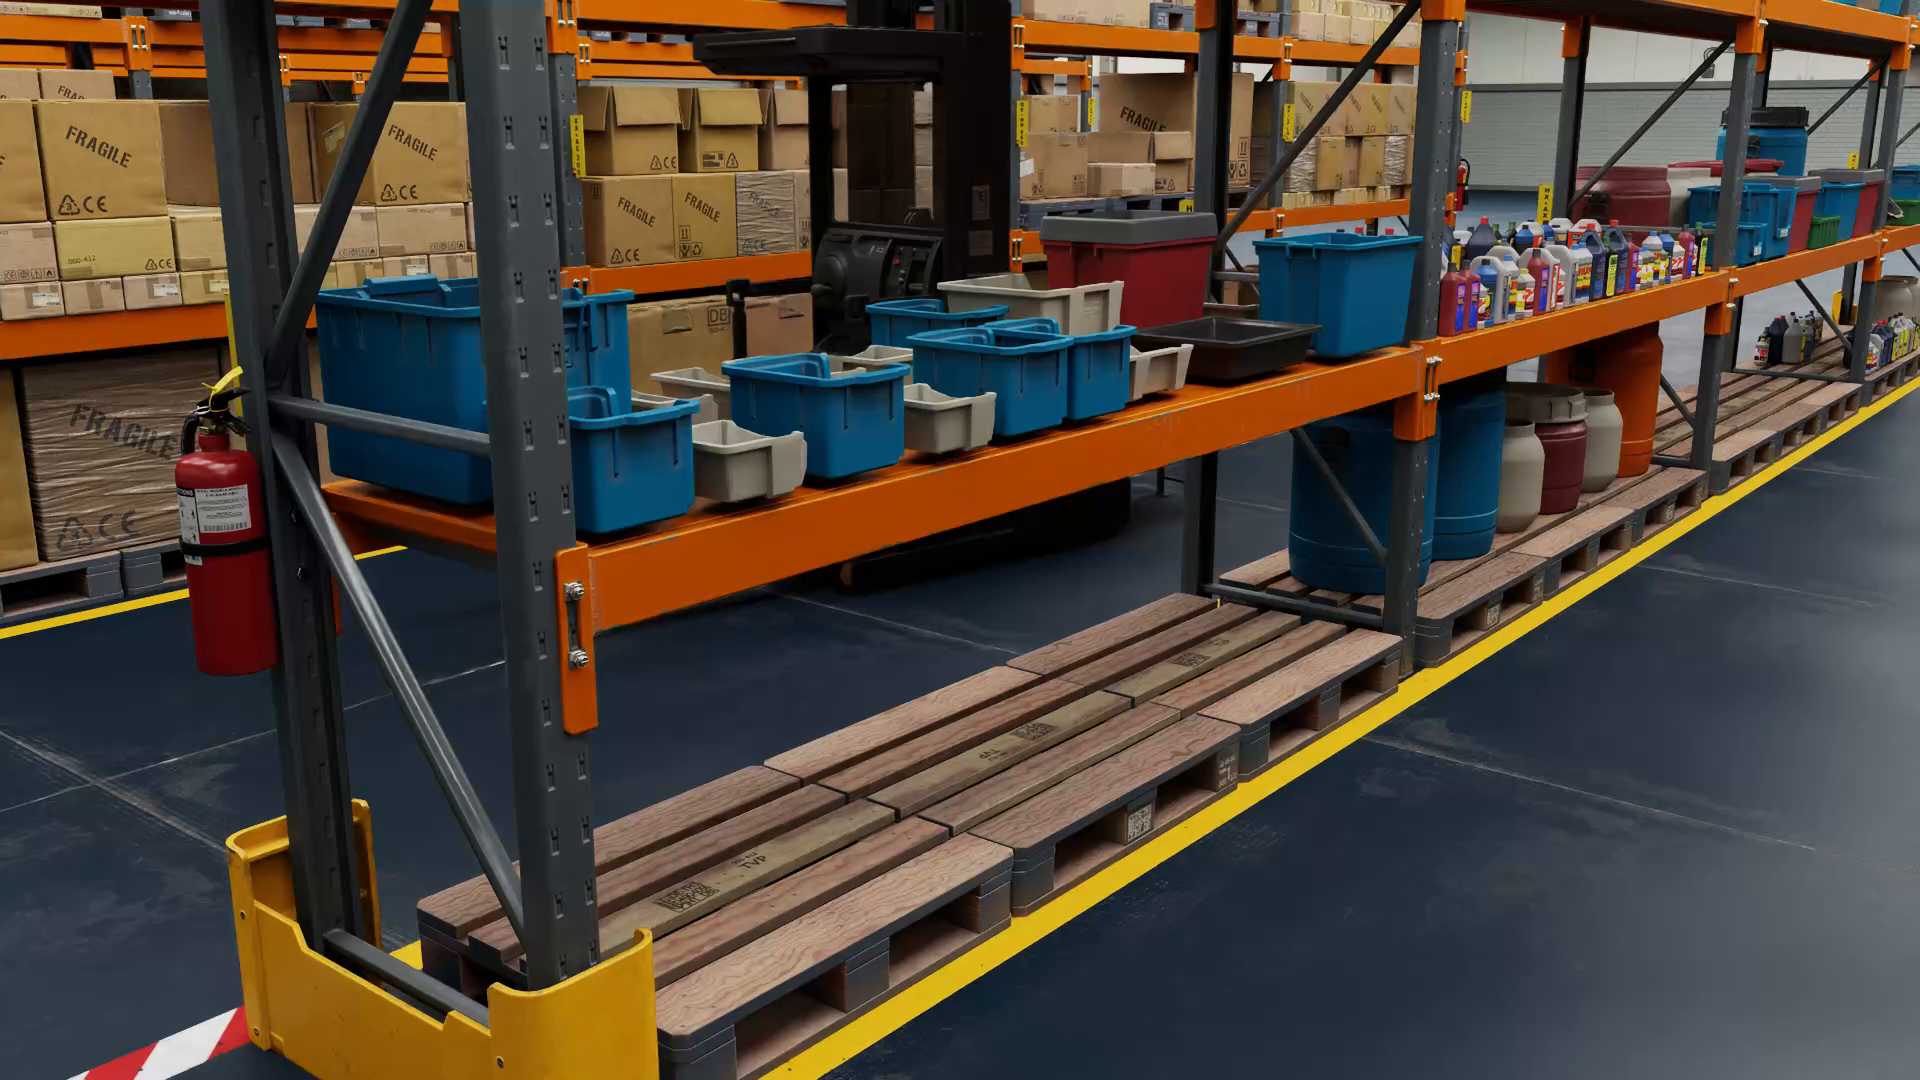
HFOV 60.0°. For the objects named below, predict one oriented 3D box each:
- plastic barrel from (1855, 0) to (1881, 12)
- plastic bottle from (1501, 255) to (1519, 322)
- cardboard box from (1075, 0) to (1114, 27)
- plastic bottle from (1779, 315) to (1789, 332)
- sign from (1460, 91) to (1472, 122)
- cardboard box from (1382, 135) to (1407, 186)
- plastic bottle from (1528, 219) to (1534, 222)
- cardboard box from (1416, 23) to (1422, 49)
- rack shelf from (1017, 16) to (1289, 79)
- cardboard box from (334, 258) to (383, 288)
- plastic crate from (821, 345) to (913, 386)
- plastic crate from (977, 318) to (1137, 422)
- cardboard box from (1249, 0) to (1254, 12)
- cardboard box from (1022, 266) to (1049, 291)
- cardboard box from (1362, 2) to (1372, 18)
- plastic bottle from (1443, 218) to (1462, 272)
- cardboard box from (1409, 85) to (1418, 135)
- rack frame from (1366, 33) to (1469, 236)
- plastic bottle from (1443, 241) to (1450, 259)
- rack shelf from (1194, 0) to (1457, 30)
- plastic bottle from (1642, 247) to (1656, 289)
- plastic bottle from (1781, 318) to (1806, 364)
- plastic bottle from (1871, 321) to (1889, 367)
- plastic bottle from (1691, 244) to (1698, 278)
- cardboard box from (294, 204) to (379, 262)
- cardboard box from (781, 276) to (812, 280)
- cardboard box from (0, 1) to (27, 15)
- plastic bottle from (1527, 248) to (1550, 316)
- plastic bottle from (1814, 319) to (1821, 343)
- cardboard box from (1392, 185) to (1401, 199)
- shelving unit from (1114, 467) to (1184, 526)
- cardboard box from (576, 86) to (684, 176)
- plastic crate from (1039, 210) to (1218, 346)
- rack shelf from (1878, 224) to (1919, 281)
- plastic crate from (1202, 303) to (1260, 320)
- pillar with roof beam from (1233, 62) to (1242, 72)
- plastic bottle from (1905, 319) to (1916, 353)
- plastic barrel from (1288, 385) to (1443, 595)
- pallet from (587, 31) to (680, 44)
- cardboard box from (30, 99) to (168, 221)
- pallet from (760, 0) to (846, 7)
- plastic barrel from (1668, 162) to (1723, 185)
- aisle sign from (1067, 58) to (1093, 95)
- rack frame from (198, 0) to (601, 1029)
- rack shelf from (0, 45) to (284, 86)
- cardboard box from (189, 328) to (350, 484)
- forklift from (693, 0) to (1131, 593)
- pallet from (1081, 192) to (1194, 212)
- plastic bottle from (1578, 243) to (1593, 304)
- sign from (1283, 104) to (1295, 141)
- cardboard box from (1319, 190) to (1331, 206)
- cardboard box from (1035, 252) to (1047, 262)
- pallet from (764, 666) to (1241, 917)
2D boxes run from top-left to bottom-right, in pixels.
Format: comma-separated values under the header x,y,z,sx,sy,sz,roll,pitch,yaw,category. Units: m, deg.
x,y,z,sx,sy,sz,roll,pitch,yaw,category
5.820,-3.962,11.017,0.600,0.901,0.600,0,14,0,plastic barrel
2.265,-1.045,6.905,0.097,0.271,0.097,0,14,0,plastic bottle
0.831,-4.052,12.693,0.500,0.250,0.500,12,18,39,cardboard box
6.683,-1.656,13.534,0.144,0.351,0.185,10,17,35,plastic bottle
5.462,-4.679,17.954,0.100,0.325,0.005,11,18,38,sign
4.107,-3.942,17.242,0.875,0.500,0.500,11,18,38,cardboard box
3.102,-1.610,9.106,0.061,0.283,0.133,11,18,38,plastic bottle
4.626,-5.207,17.242,0.500,0.250,0.500,11,18,38,cardboard box
1.272,-4.010,13.685,1.077,0.370,4.000,11,18,38,rack shelf
-3.082,-1.328,8.268,0.380,0.149,0.250,12,18,39,cardboard box
-0.268,-0.479,4.829,0.298,0.136,0.250,11,18,38,plastic crate
0.267,-0.477,4.628,0.416,0.233,0.300,11,18,38,plastic crate
2.509,-4.969,15.495,0.380,0.149,0.250,12,19,39,cardboard box
0.413,-2.020,13.143,0.500,0.250,0.500,12,19,40,cardboard box
3.763,-5.132,16.137,0.380,0.149,0.250,11,18,36,cardboard box
2.369,-1.403,8.154,0.144,0.351,0.185,11,18,38,plastic bottle
4.580,-4.491,17.371,0.500,0.500,0.500,11,18,38,cardboard box
5.043,-4.054,18.489,1.000,3.000,0.127,11,18,38,rack frame
2.309,-1.332,8.035,0.097,0.271,0.097,0,14,0,plastic bottle
0.096,-1.712,4.637,1.077,0.370,4.000,11,18,38,rack shelf
3.407,-1.359,8.284,0.097,0.201,0.097,0,14,0,plastic bottle
6.674,-1.597,13.302,0.144,0.351,0.185,11,18,38,plastic bottle
7.212,-1.541,13.084,0.144,0.351,0.185,12,18,39,plastic bottle
3.858,-1.496,8.825,0.097,0.201,0.097,0,14,0,plastic bottle
-3.216,-1.505,8.155,0.500,0.250,0.500,12,18,39,cardboard box
-1.001,-1.397,11.493,1.225,0.875,0.875,11,18,38,cardboard box
-6.715,-3.694,11.286,0.500,0.250,0.500,11,18,37,cardboard box
2.474,-1.107,7.126,0.061,0.283,0.133,11,18,38,plastic bottle
7.449,-1.826,14.507,0.097,0.201,0.097,0,14,0,plastic bottle
4.391,-3.655,17.429,0.380,0.149,0.250,11,18,38,cardboard box
0.996,-0.901,9.125,0.755,1.500,0.431,-11,18,-38,shelving unit
-2.104,-2.414,9.794,0.797,0.503,0.637,11,18,36,cardboard box
0.597,-0.917,5.890,0.402,0.464,0.583,11,18,38,plastic crate
7.639,-2.556,14.053,1.077,0.370,4.000,11,18,38,rack shelf
0.950,-0.824,6.187,0.396,0.136,0.243,11,18,38,plastic crate
10.766,-13.199,42.302,9.100,9.000,0.400,11,18,38,pillar with roof beam
7.902,-1.717,13.928,0.152,0.276,0.135,11,18,38,plastic bottle
1.709,-0.278,7.032,0.600,0.901,0.708,11,18,38,plastic barrel
-3.416,-4.803,15.727,1.213,0.211,1.003,12,19,40,pallet
-3.866,-1.671,7.285,0.500,0.500,0.500,11,18,36,cardboard box
-1.049,-3.538,10.750,1.003,0.211,1.213,12,19,40,pallet
4.877,-2.215,10.973,0.433,0.535,0.433,0,14,0,plastic barrel
1.527,-6.068,21.137,0.394,0.787,0.004,11,18,38,aisle sign
-1.161,-0.223,3.410,1.000,3.000,0.127,11,18,38,rack frame
-8.950,-4.778,16.707,1.077,0.370,4.000,11,18,38,rack shelf
-3.542,-0.643,8.525,0.875,0.875,0.875,11,18,38,cardboard box
-0.565,-1.321,7.871,3.031,2.935,1.130,-11,18,-38,forklift
1.227,-2.814,13.999,1.003,0.211,1.213,11,18,38,pallet
2.824,-1.215,7.575,0.097,0.271,0.097,0,14,0,plastic bottle
2.963,-3.764,14.996,0.100,0.325,0.005,11,18,38,sign
3.351,-3.308,16.064,0.380,0.149,0.250,11,18,38,cardboard box
0.874,-3.875,21.245,0.875,0.875,0.875,11,18,38,cardboard box
0.155,0.744,5.267,1.003,0.211,1.213,11,18,38,pallet
